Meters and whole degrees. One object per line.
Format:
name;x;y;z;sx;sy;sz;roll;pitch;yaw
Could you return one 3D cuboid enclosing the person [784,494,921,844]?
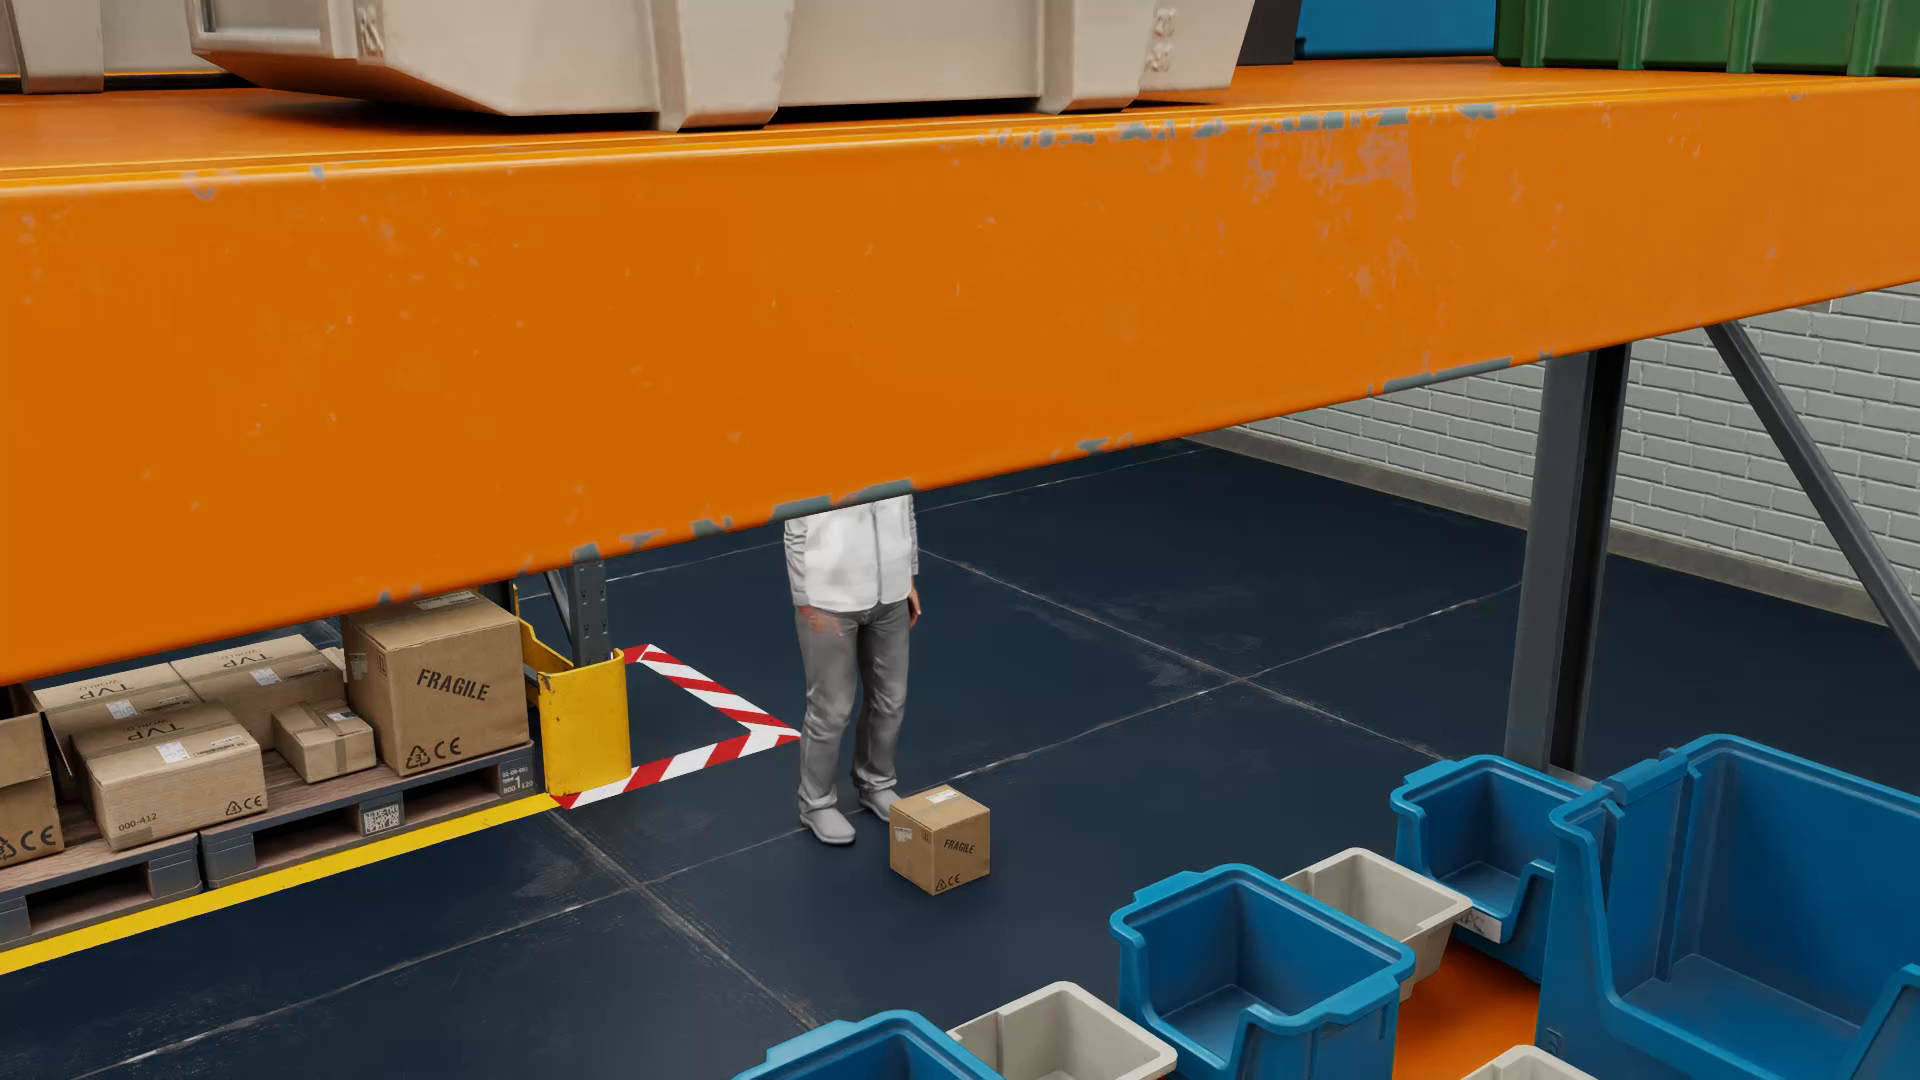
person;-0.366;0.194;5.905;0.532;1.766;0.360;-13;22;-35
